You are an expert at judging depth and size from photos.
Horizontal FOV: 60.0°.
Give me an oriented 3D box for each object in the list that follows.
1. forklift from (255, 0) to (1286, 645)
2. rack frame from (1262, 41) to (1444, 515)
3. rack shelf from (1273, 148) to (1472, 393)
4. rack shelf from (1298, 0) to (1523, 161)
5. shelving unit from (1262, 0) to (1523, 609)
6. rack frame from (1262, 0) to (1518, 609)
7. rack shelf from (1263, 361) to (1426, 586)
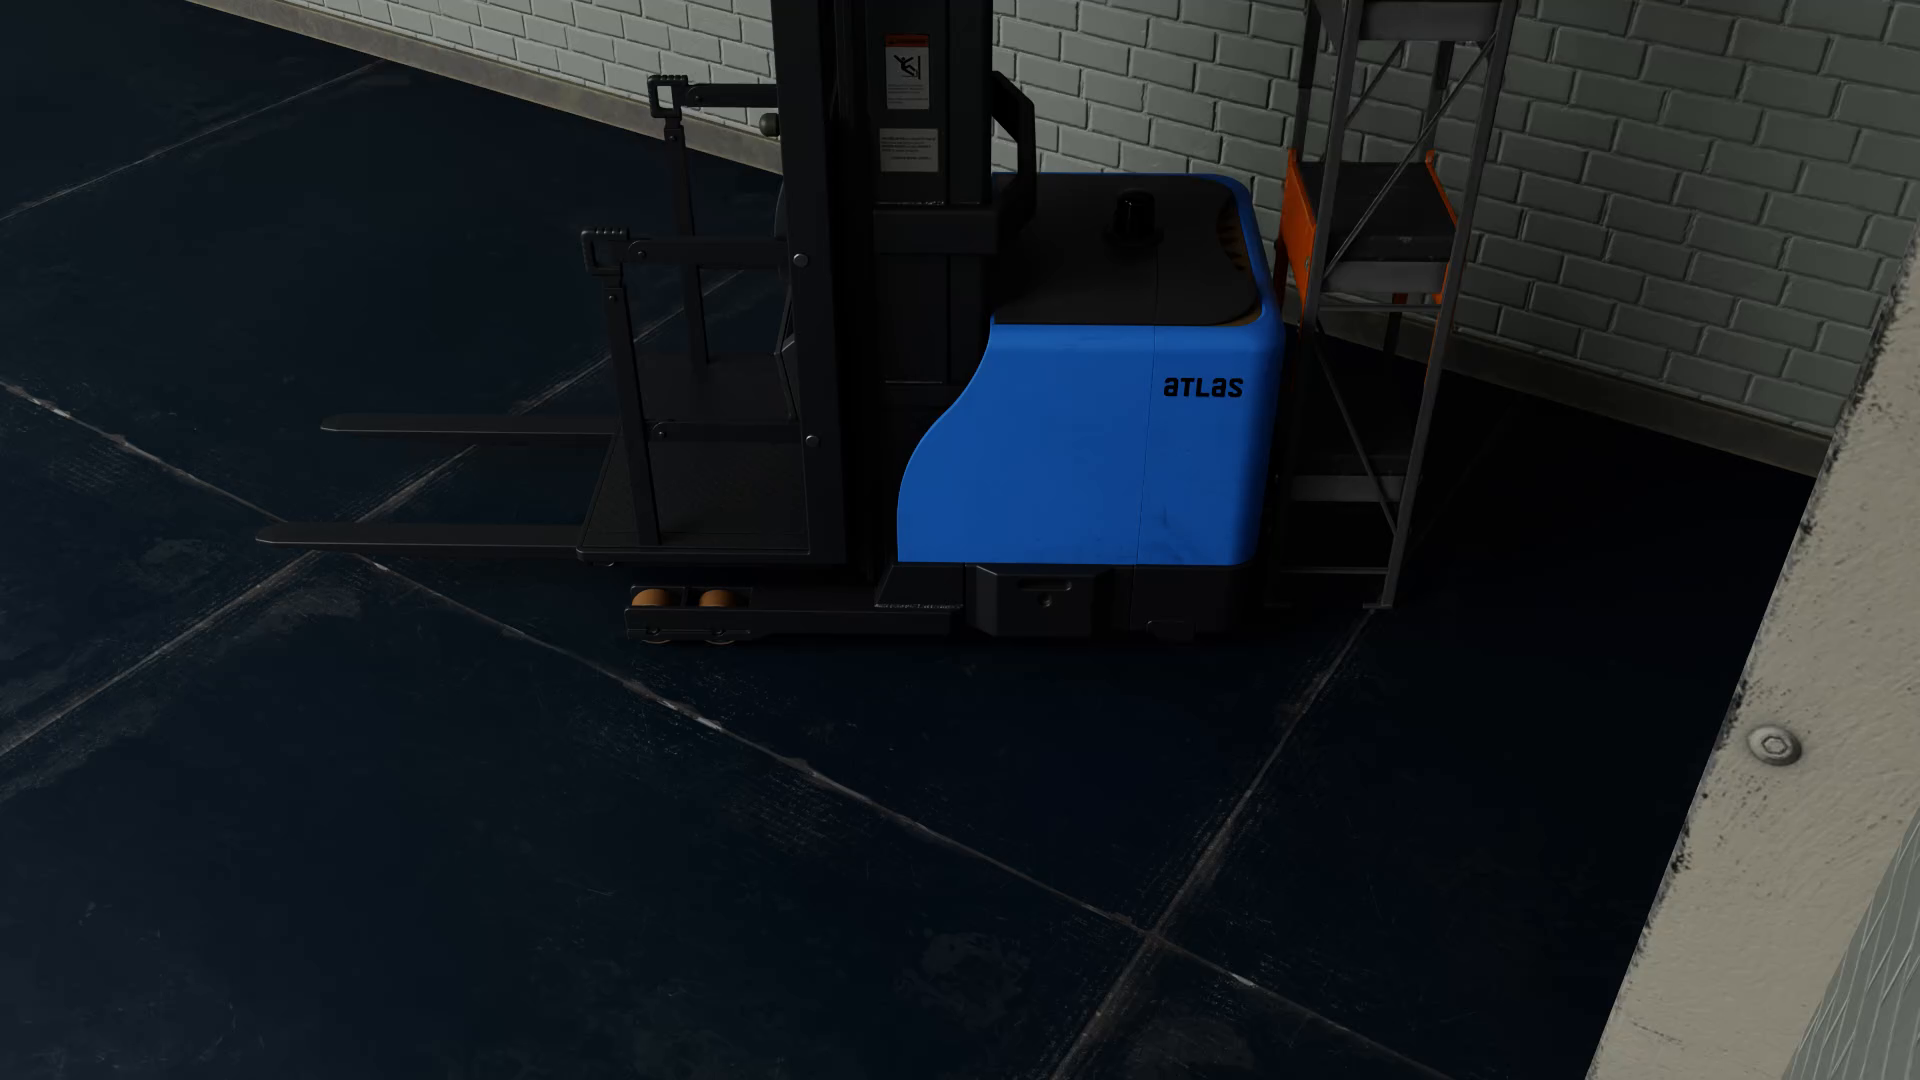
[{"bbox_3d":[-0.622,-1.169,4.529,3.031,2.935,1.130,1,38,1],"label":"forklift"},{"bbox_3d":[1.145,-0.923,4.890,0.400,2.100,0.015,1,38,1],"label":"rack frame"},{"bbox_3d":[1.140,-0.763,4.706,0.431,0.518,0.480,1,38,1],"label":"rack shelf"},{"bbox_3d":[1.140,-1.317,4.278,0.431,0.518,0.480,1,38,1],"label":"rack shelf"},{"bbox_3d":[1.140,-0.774,4.697,0.431,2.100,0.503,1,38,1],"label":"shelving unit"},{"bbox_3d":[1.135,-0.625,4.504,0.400,2.100,0.015,1,38,1],"label":"rack frame"},{"bbox_3d":[1.140,-0.209,5.133,0.431,0.518,0.480,1,38,1],"label":"rack shelf"}]
